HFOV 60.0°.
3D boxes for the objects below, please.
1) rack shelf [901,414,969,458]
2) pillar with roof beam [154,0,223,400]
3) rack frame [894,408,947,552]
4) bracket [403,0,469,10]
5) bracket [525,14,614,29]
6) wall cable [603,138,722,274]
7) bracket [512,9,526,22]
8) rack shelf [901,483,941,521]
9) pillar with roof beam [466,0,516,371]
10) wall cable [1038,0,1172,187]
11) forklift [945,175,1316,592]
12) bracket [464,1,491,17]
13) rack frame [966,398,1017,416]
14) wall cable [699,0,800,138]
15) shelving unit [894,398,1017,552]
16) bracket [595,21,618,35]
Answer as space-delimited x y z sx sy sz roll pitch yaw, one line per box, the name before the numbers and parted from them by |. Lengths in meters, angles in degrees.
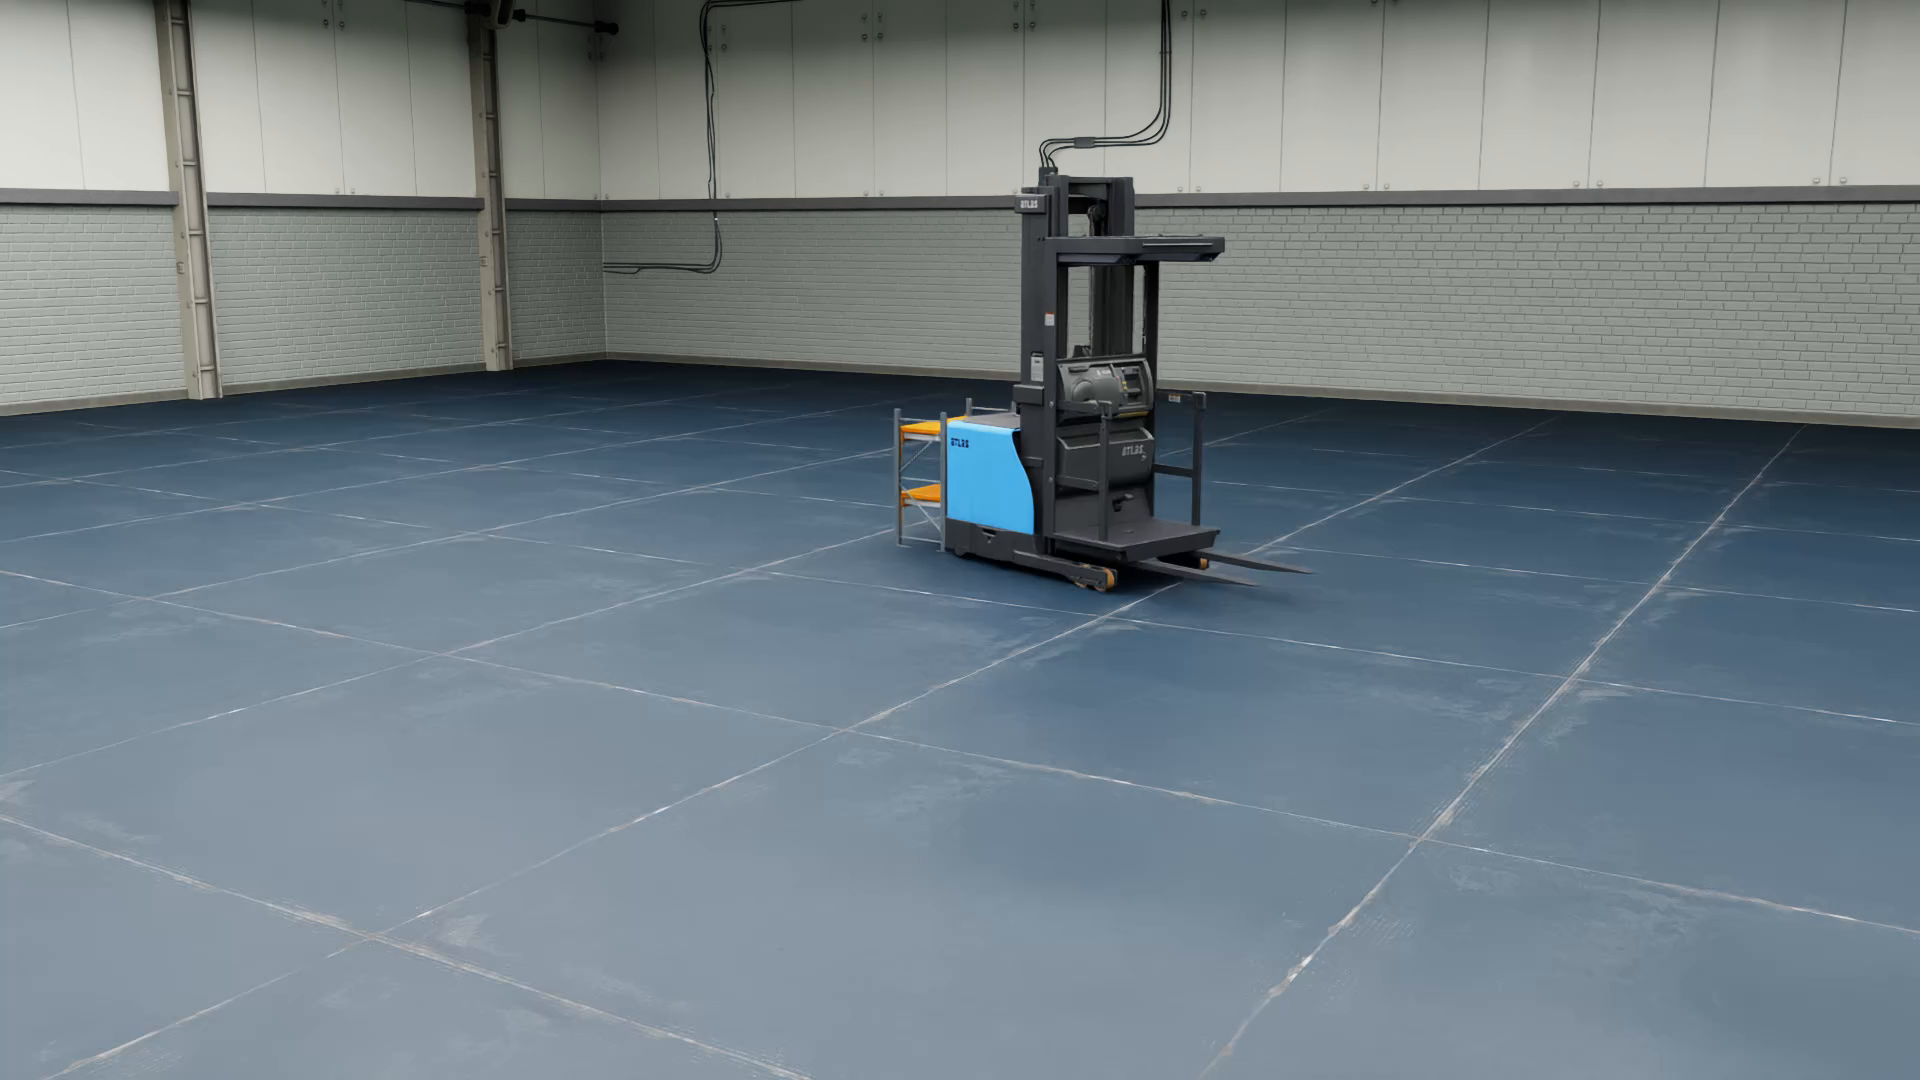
rack shelf | -0.025 -0.846 13.739 0.538 0.278 1.000 7 13 34
pillar with roof beam | -7.902 -6.193 22.492 9.100 9.000 0.400 6 12 31
rack frame | -0.317 -0.481 13.383 0.500 1.125 0.032 7 13 34
bracket | -9.716 -8.812 26.704 0.076 0.066 4.783 6 12 31
bracket | -7.024 -9.628 31.061 0.076 0.066 3.189 6 12 31
wall cable | -5.807 -6.358 31.815 3.097 2.526 0.112 6 12 31
bracket | -7.947 -9.348 29.566 0.235 0.232 0.430 6 12 31
rack shelf | -0.025 -0.318 13.838 0.538 0.278 1.000 7 13 34
pillar with roof beam | -4.787 -7.136 27.533 9.100 9.000 0.548 6 12 31
wall cable | 2.299 -8.647 26.359 2.305 6.003 0.169 6 12 31
forklift | 1.223 -1.174 12.174 1.130 2.935 3.031 -9 14 -40
bracket | -8.378 -9.218 28.868 0.235 0.232 0.430 6 12 31
rack frame | 0.266 -0.635 14.203 0.500 1.125 0.032 7 13 34
wall cable | -3.494 -8.582 29.970 3.097 2.526 0.112 6 12 31
shelving unit | -0.025 -0.558 13.793 0.538 1.125 1.048 7 13 34
bracket | -6.717 -9.721 31.557 0.235 0.232 0.430 6 12 31
